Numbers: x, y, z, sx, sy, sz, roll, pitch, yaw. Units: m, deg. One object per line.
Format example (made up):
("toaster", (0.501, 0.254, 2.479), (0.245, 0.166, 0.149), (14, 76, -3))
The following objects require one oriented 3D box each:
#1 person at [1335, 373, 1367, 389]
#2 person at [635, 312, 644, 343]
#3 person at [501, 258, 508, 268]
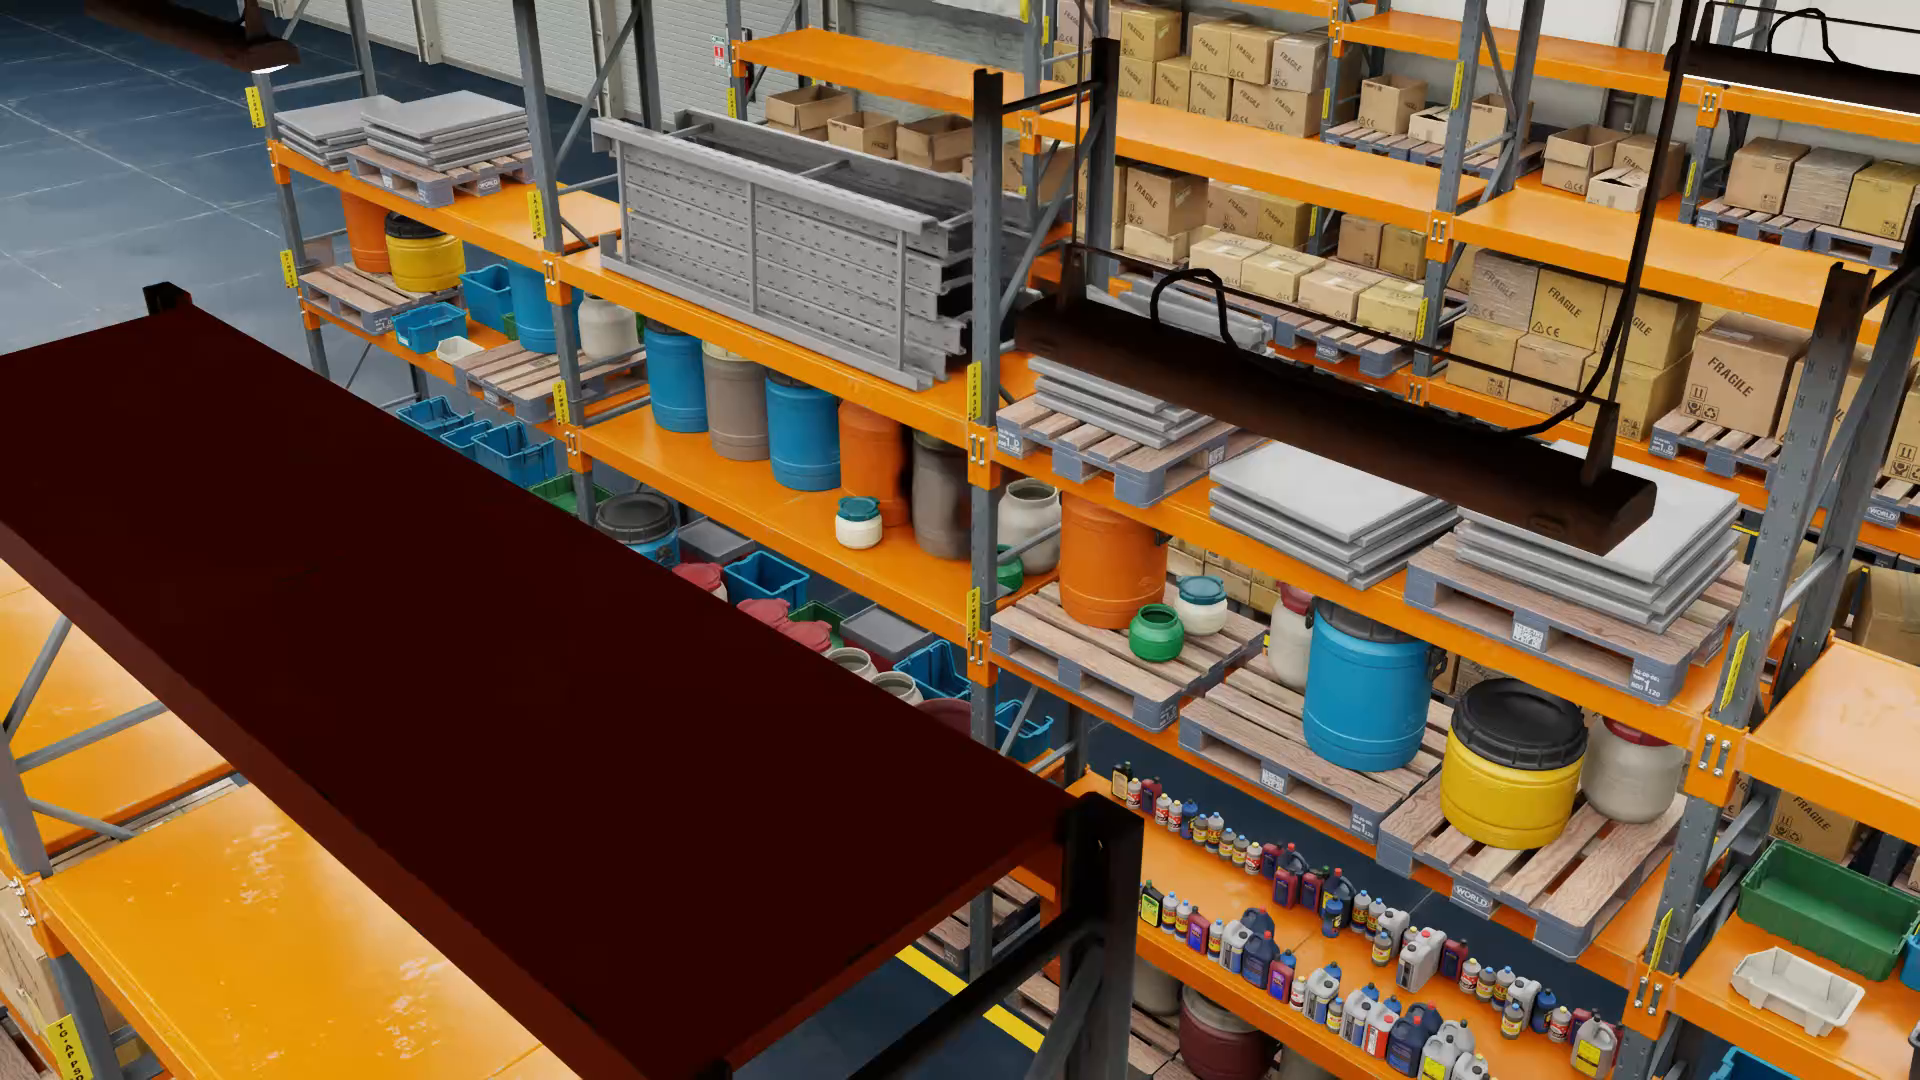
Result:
("person", (3.641, -0.834, 15.917), (1.025, 1.787, 0.710), (21, 35, 32))
("person", (-3.747, -2.813, 19.561), (0.954, 1.732, 0.653), (-4, 30, -8))
("person", (-5.125, -2.796, 19.514), (0.644, 1.690, 0.669), (-15, 33, -25))
